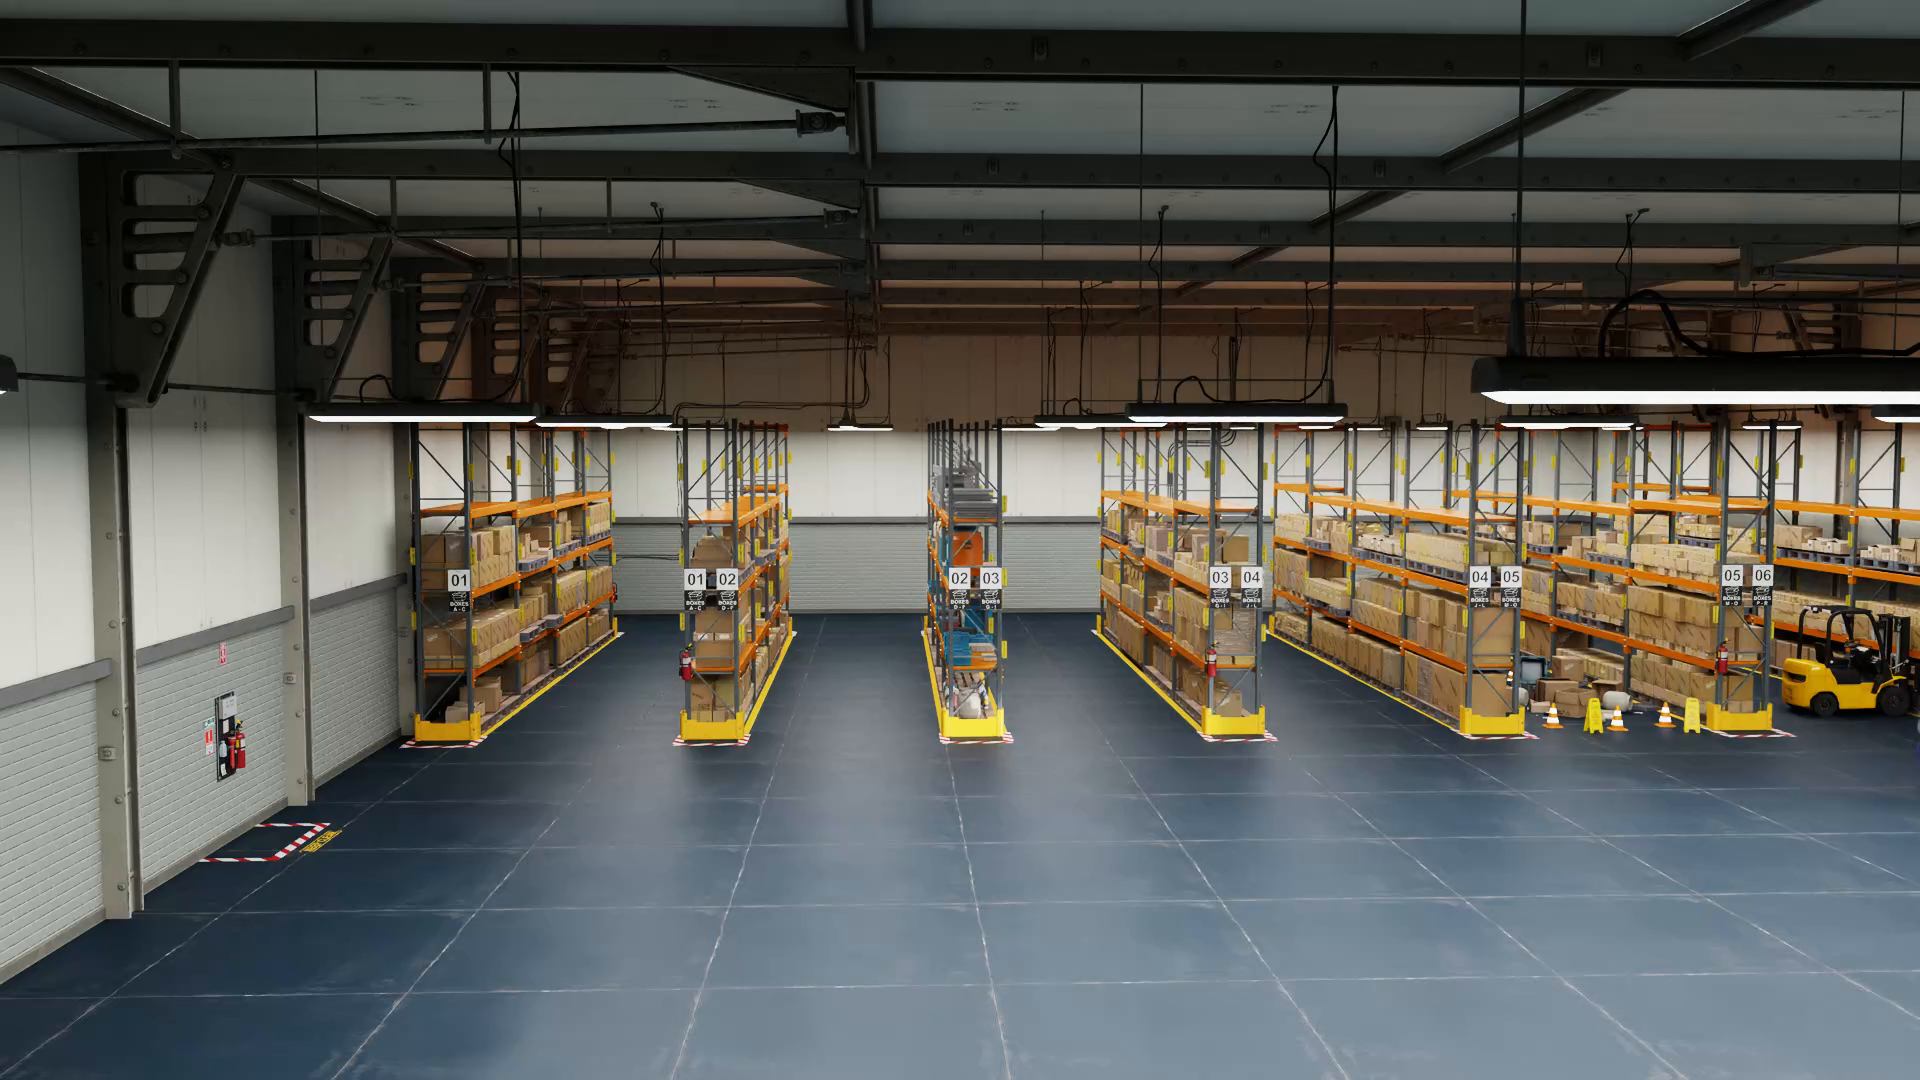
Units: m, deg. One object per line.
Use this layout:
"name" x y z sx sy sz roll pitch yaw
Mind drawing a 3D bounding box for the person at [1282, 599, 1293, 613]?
"person" 9.741 1.716 49.196 0.532 1.697 0.752 3 5 36

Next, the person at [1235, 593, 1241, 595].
"person" 7.731 1.856 47.149 0.698 1.750 0.811 1 4 20

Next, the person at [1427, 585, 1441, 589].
"person" 14.233 1.717 49.408 0.712 1.834 0.733 0 4 1
